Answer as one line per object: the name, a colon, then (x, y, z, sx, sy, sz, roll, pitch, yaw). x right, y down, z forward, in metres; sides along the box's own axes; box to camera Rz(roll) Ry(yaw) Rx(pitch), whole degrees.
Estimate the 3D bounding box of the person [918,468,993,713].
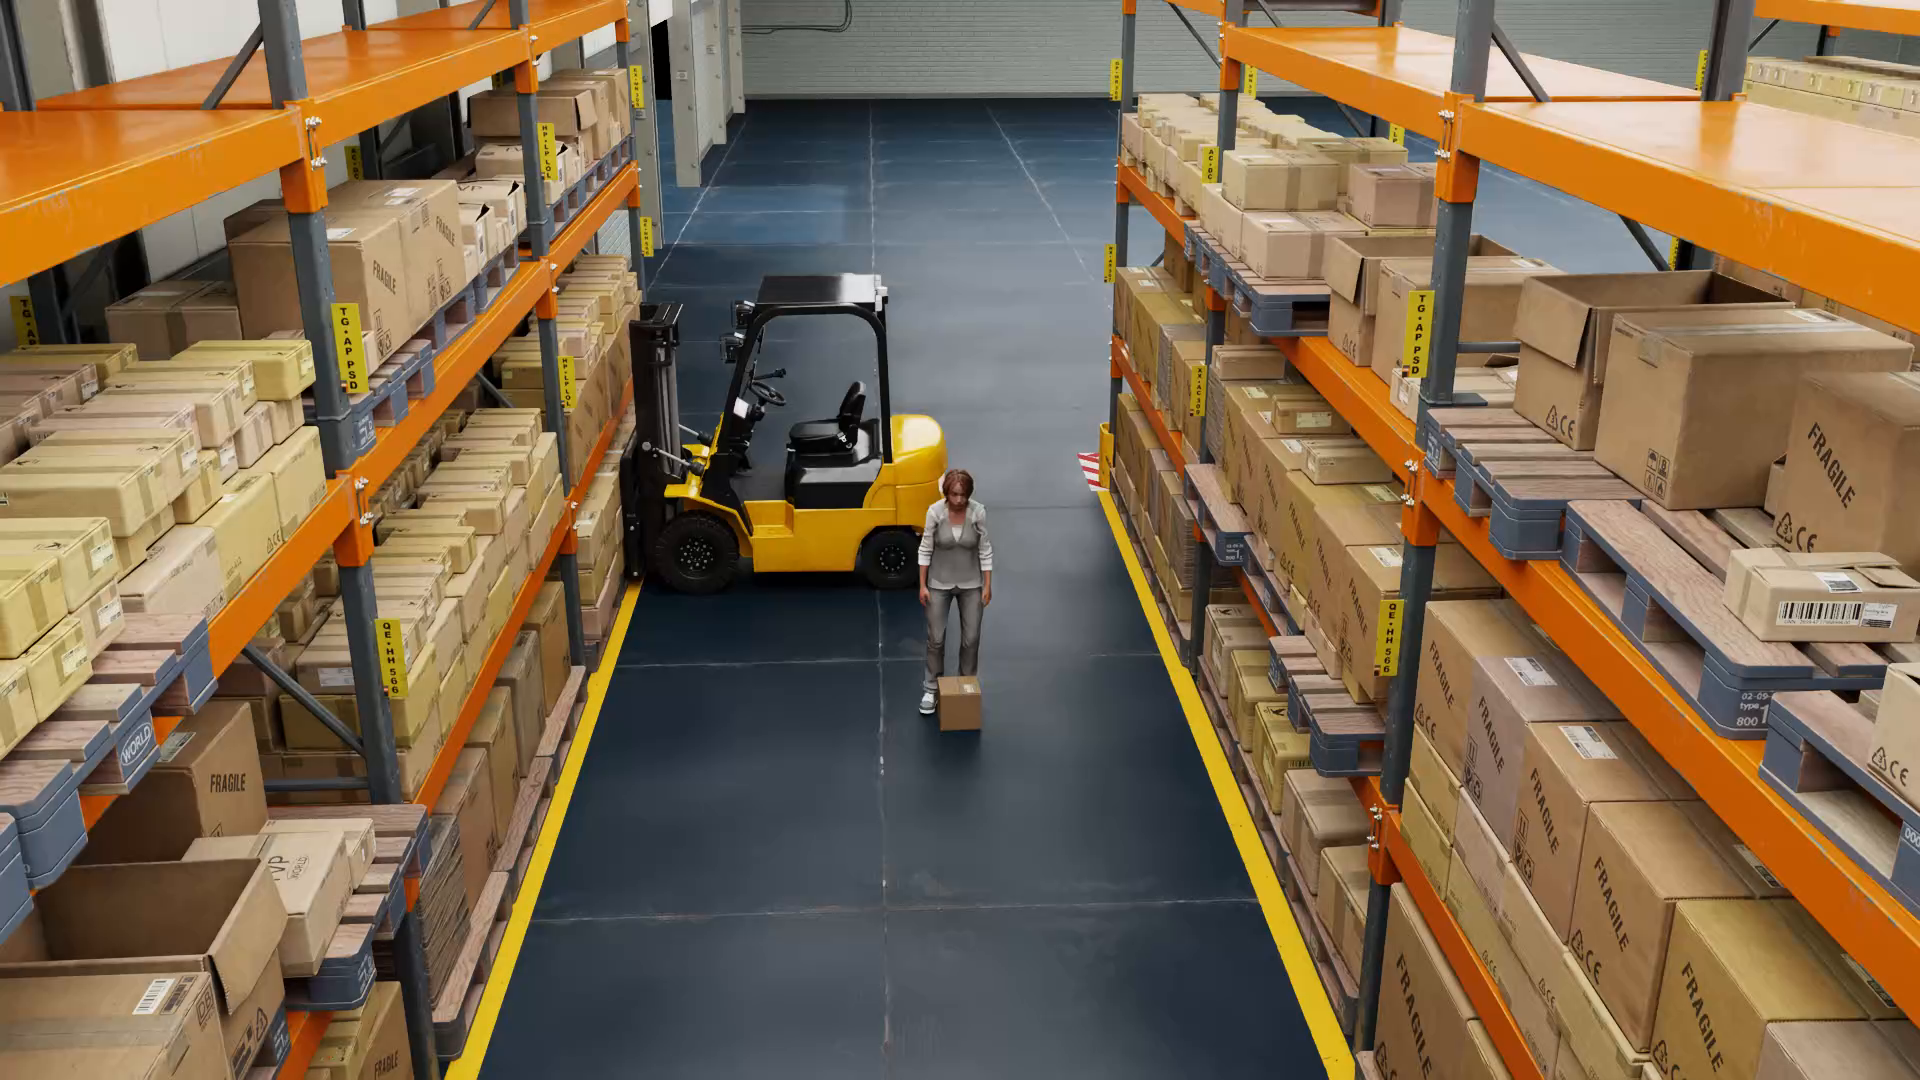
person: (-0.029, 0.310, 10.289, 0.463, 1.582, 0.364, -1, 21, -3)
